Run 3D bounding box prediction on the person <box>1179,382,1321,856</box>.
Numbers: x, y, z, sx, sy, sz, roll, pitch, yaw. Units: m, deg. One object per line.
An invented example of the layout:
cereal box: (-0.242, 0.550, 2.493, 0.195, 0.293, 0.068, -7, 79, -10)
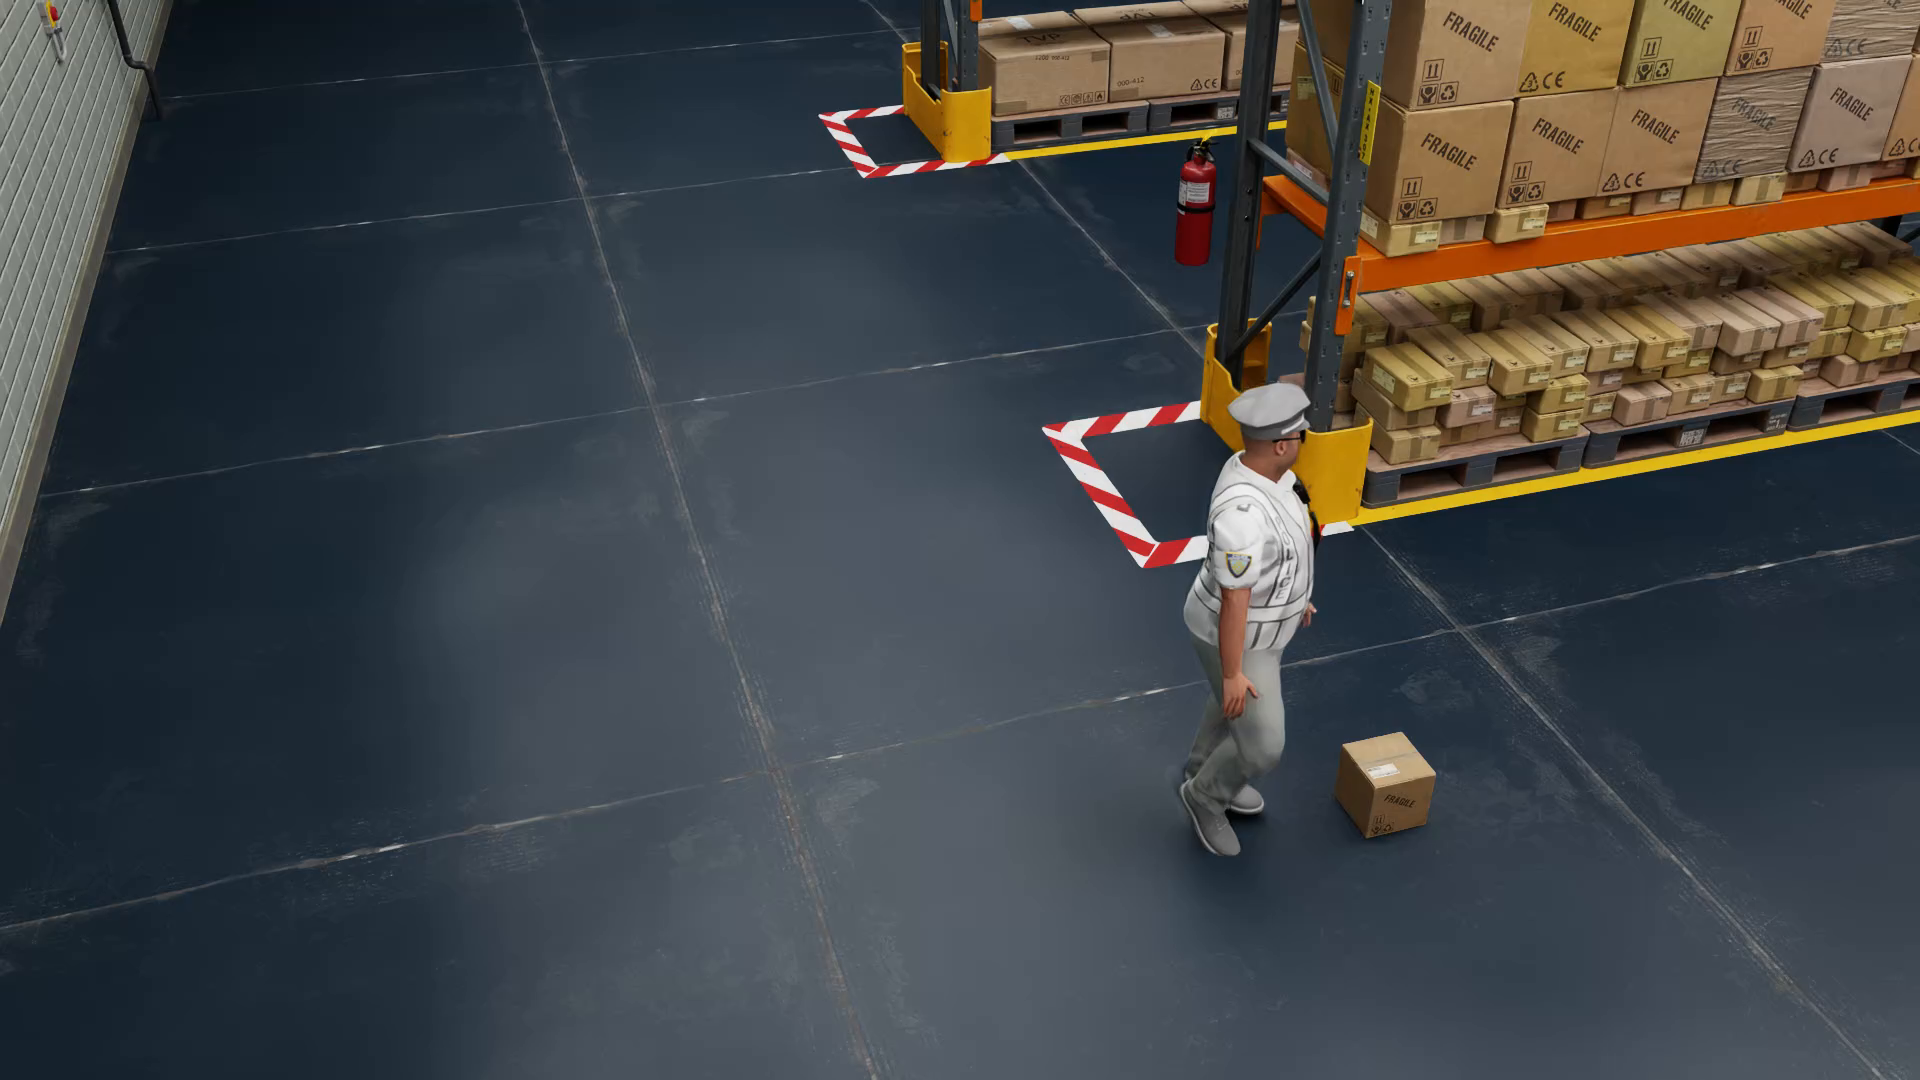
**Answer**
person: (0.984, 0.320, 5.679, 0.448, 1.803, 0.651, 18, 38, 25)
